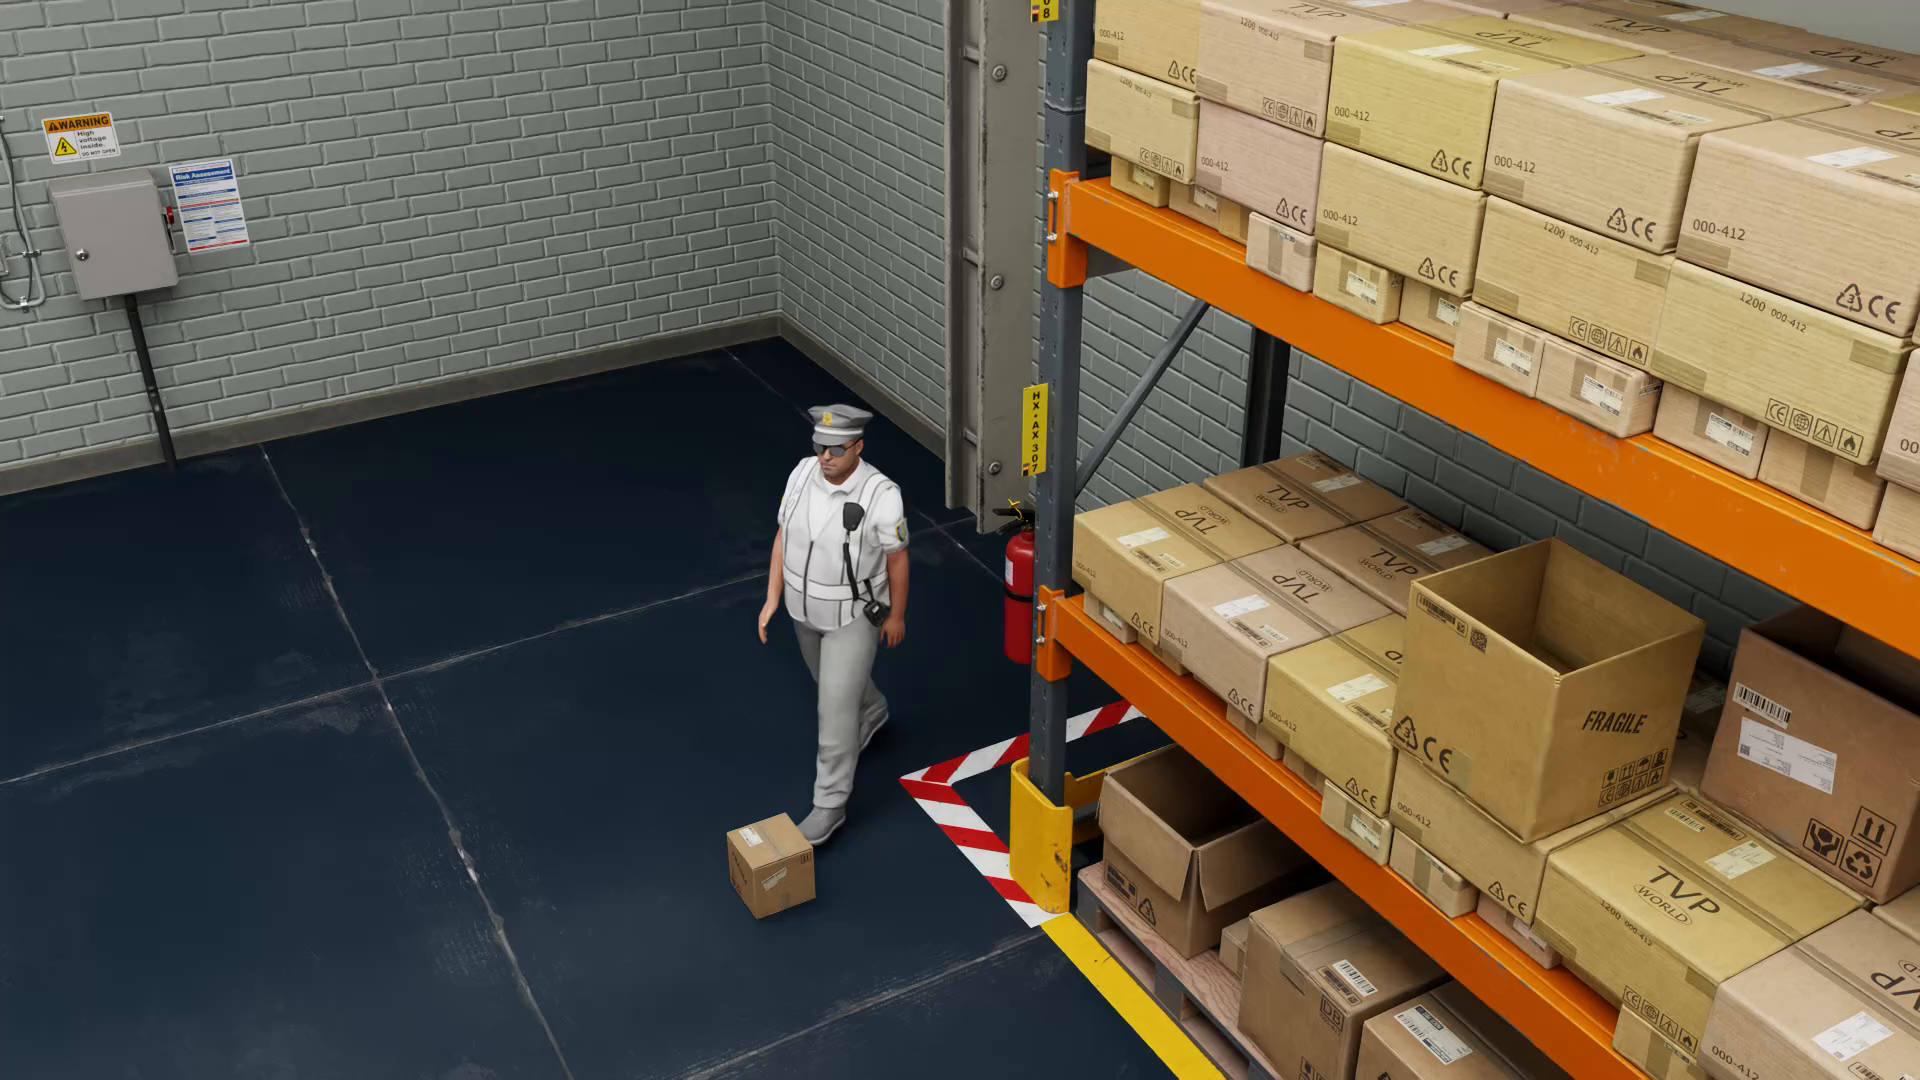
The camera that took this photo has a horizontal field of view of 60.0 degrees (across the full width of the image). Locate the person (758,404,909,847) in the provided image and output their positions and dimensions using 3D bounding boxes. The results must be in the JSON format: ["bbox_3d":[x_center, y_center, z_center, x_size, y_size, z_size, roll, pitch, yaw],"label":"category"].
[{"bbox_3d":[-0.529,0.274,6.607,0.539,1.733,0.932,19,34,30],"label":"person"}]
